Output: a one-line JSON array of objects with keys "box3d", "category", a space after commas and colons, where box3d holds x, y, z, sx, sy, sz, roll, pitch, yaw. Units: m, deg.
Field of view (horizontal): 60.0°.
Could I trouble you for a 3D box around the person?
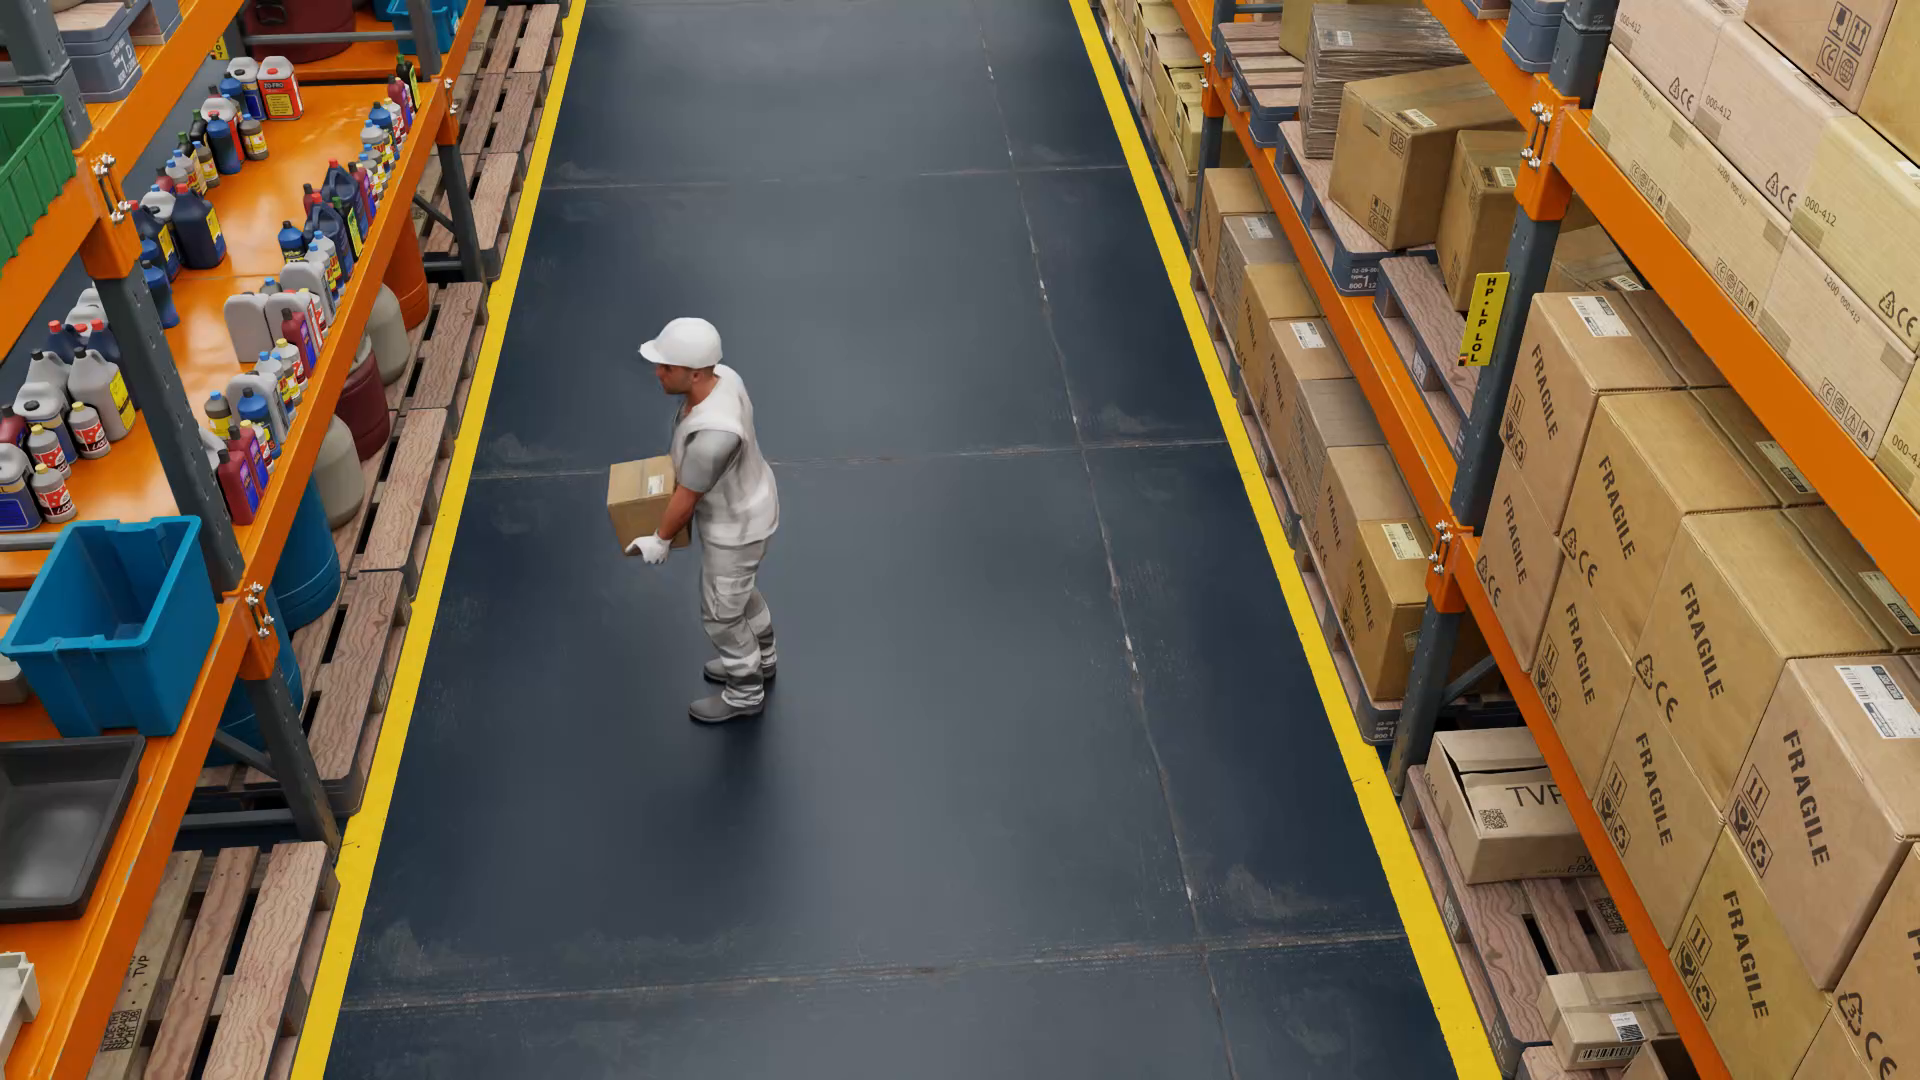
[{"box3d": [-0.957, -0.054, 6.210, 0.569, 1.777, 0.494, -4, 39, -5], "category": "person"}]
